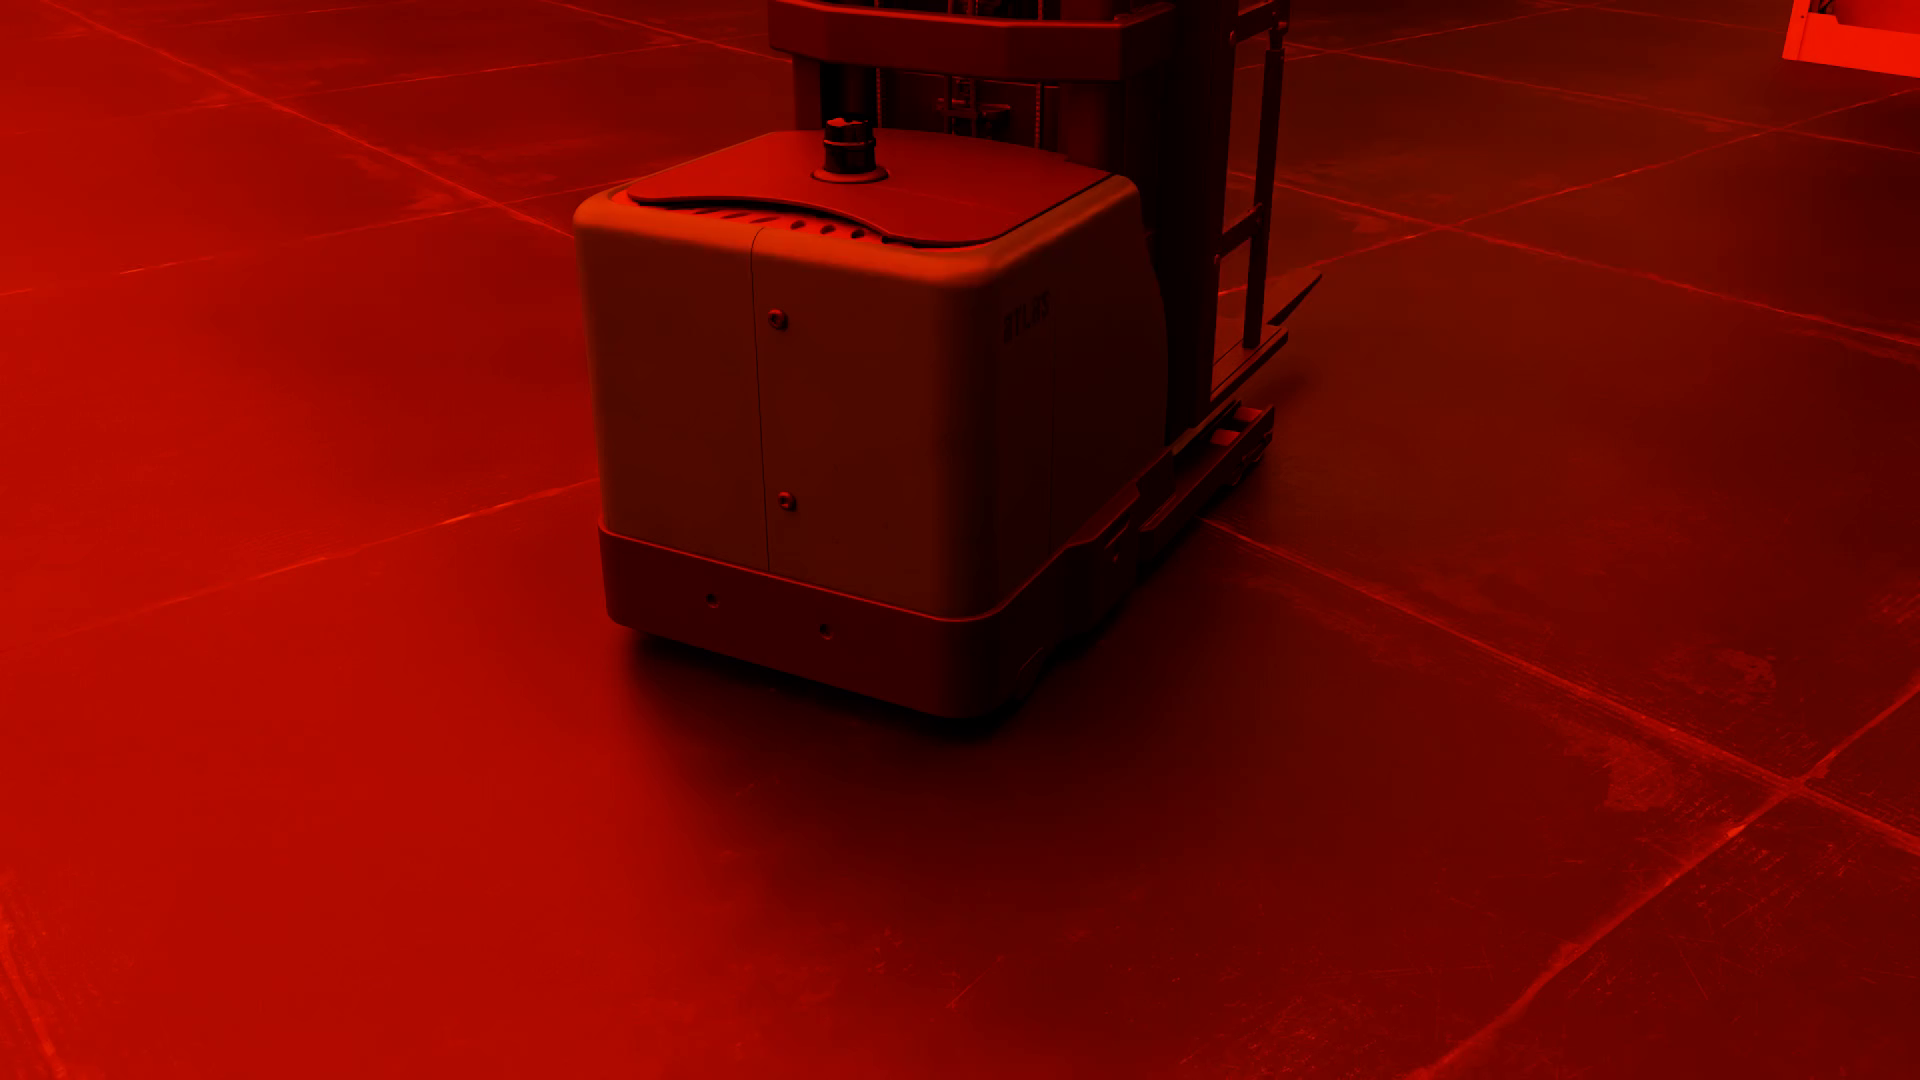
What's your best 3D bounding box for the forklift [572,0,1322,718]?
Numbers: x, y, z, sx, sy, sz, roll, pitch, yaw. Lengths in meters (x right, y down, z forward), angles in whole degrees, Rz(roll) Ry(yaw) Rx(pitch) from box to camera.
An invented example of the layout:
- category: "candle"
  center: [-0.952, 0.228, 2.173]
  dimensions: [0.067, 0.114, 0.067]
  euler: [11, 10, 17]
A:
- category: "forklift"
  center: [0.285, -1.552, 4.331]
  dimensions: [1.130, 2.935, 3.031]
  euler: [13, 29, 25]
